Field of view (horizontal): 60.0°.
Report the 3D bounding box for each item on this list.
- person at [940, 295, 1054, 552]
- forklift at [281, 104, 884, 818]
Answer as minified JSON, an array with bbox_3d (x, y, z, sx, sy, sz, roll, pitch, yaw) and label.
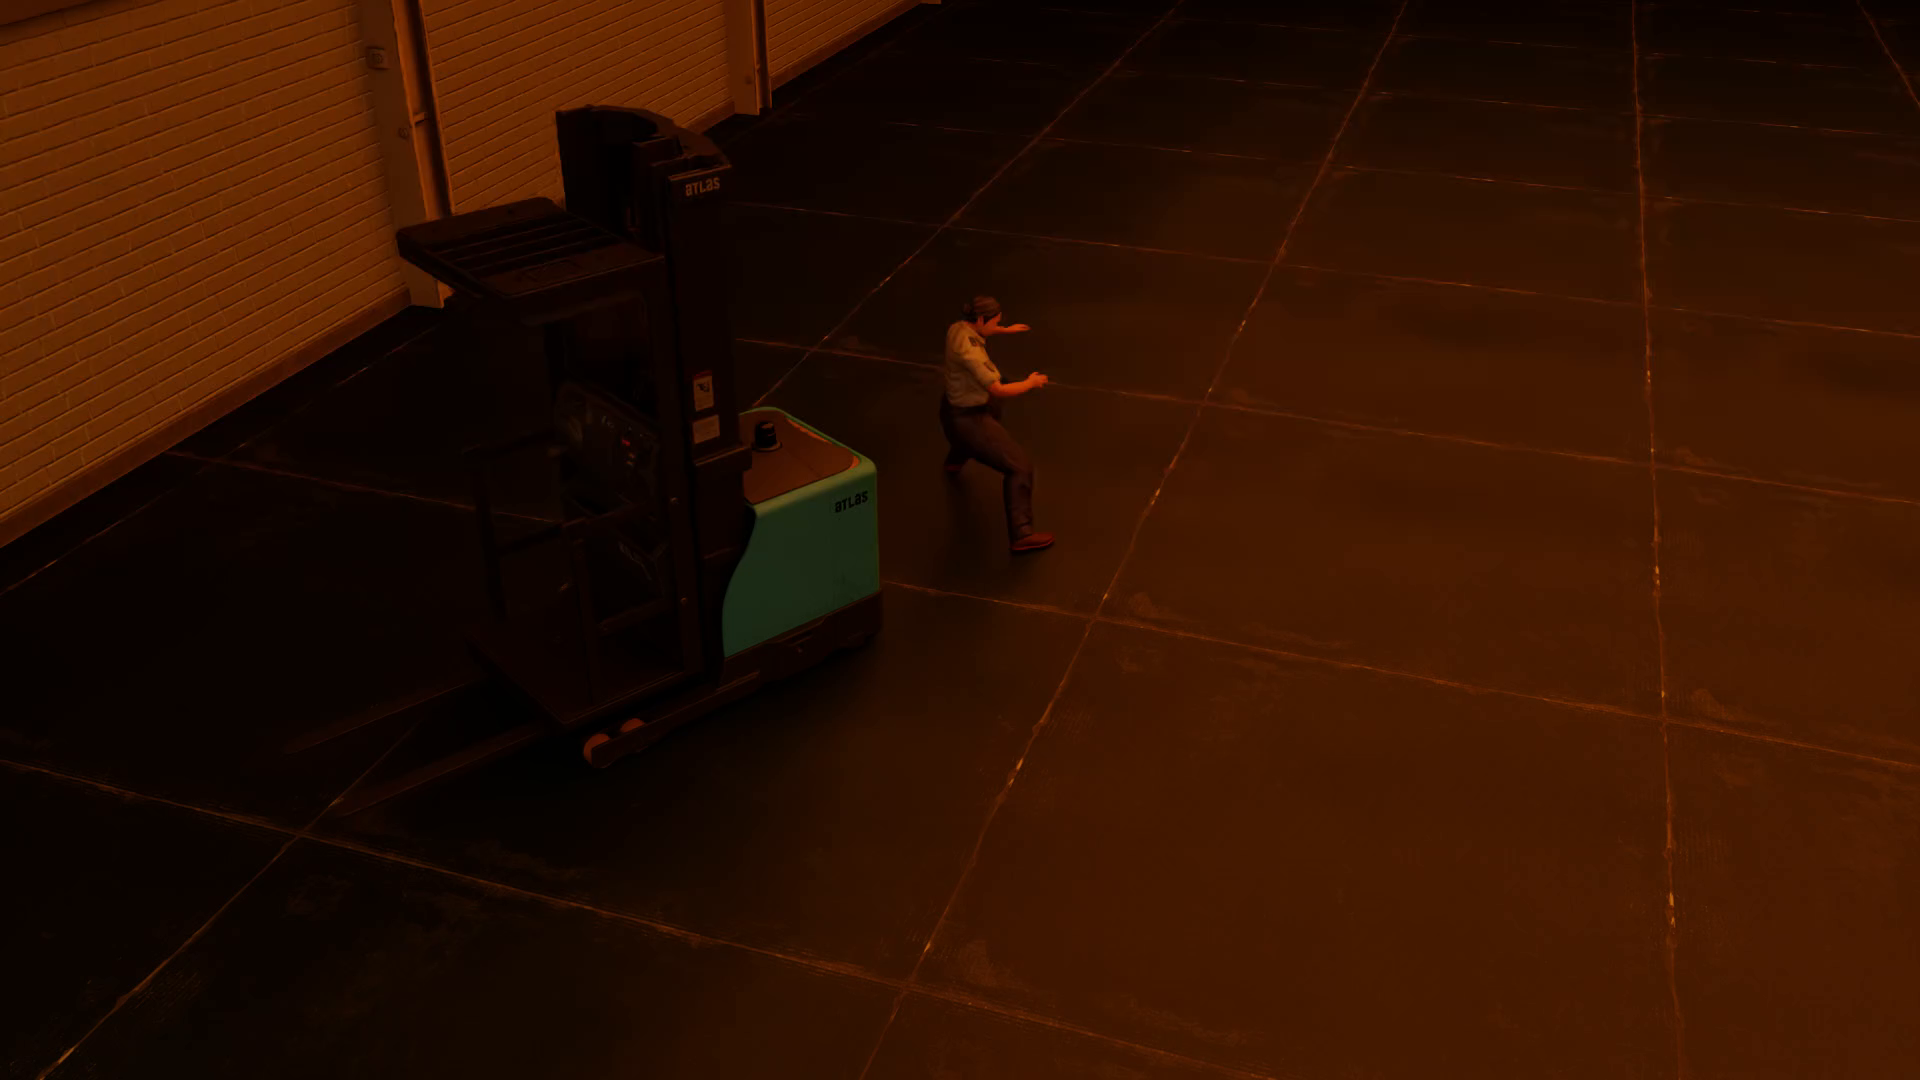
[{"bbox_3d":[0.204,-0.828,10.104,0.611,1.430,1.204,-4,30,-7],"label":"person"},{"bbox_3d":[-1.866,-0.450,7.926,3.031,2.935,1.130,-23,37,-35],"label":"forklift"}]
